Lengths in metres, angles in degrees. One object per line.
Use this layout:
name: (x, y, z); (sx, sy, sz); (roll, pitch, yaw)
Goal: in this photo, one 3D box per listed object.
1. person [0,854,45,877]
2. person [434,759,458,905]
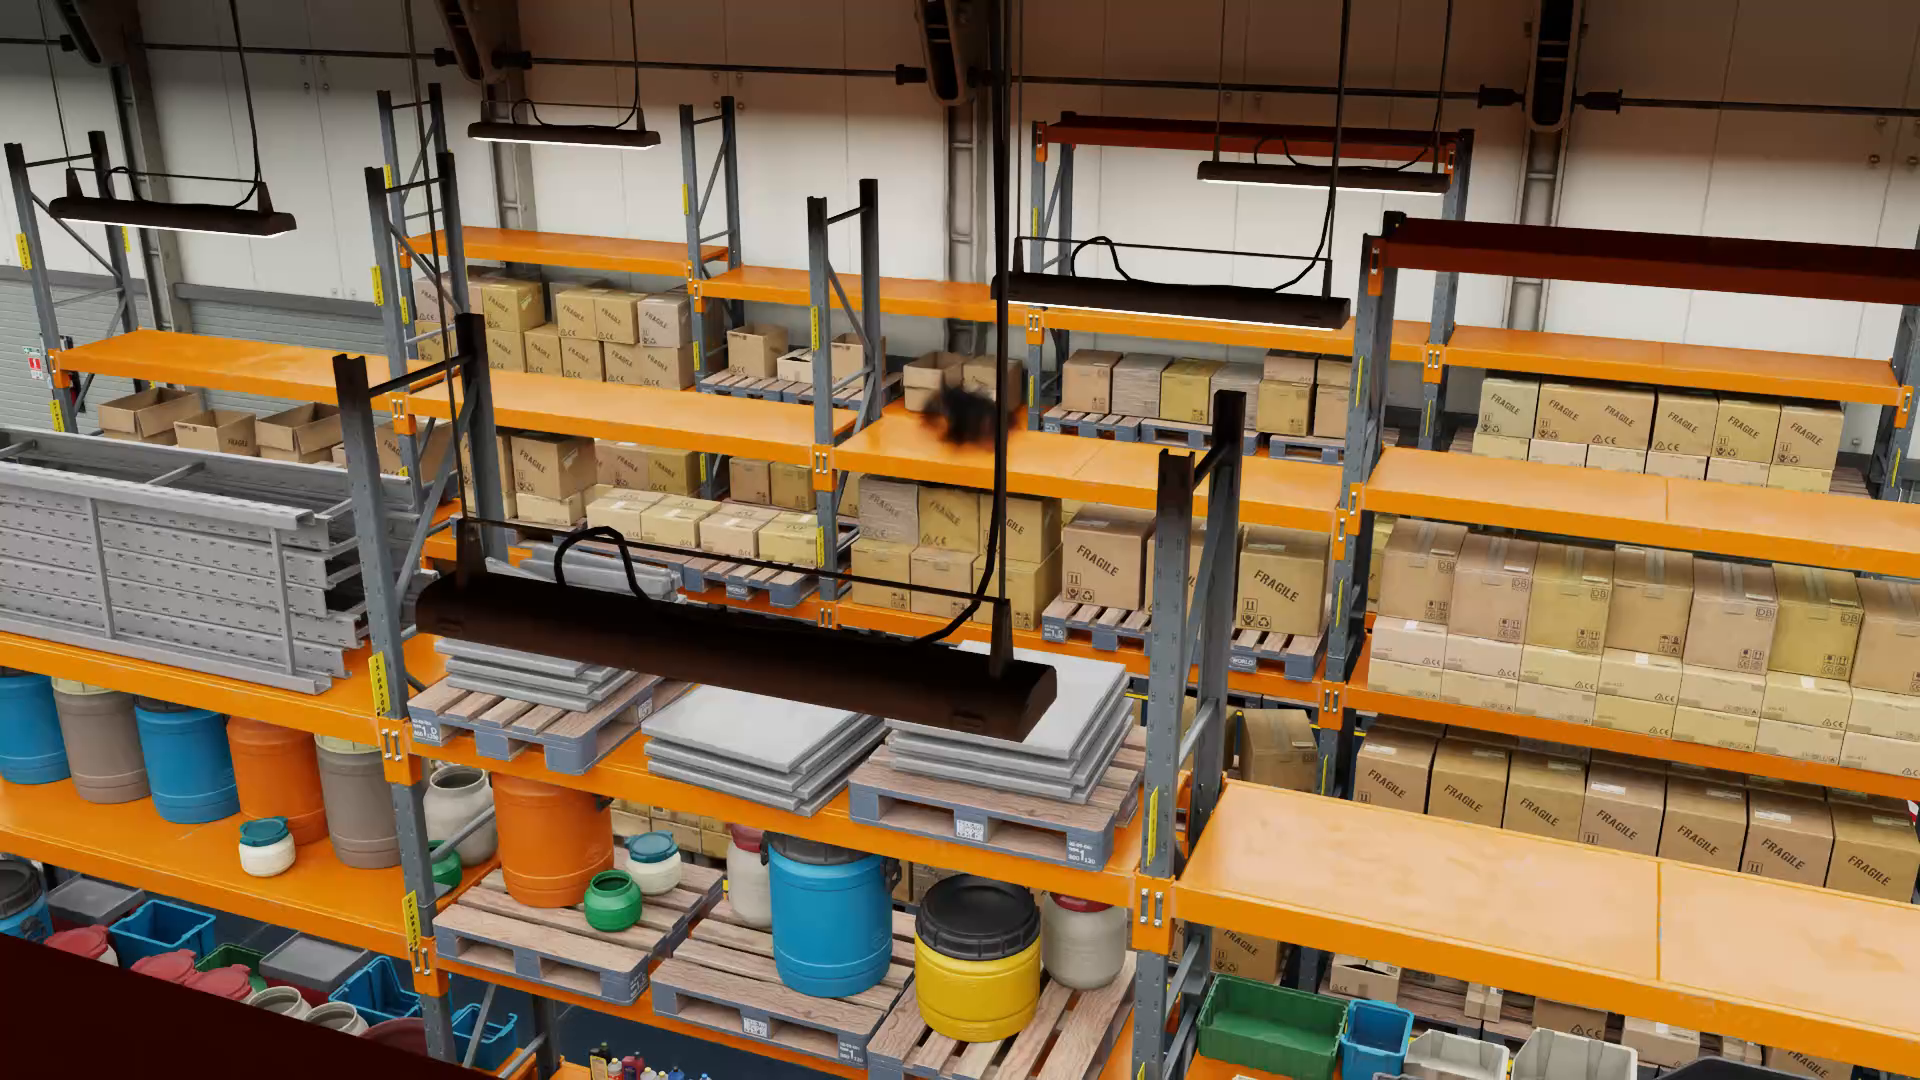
person: (-7.955, 2.294, 13.902); (0.913, 1.847, 0.690); (5, 21, 12)
person: (-3.993, 2.407, 12.947); (0.581, 1.743, 0.674); (4, 21, 9)
